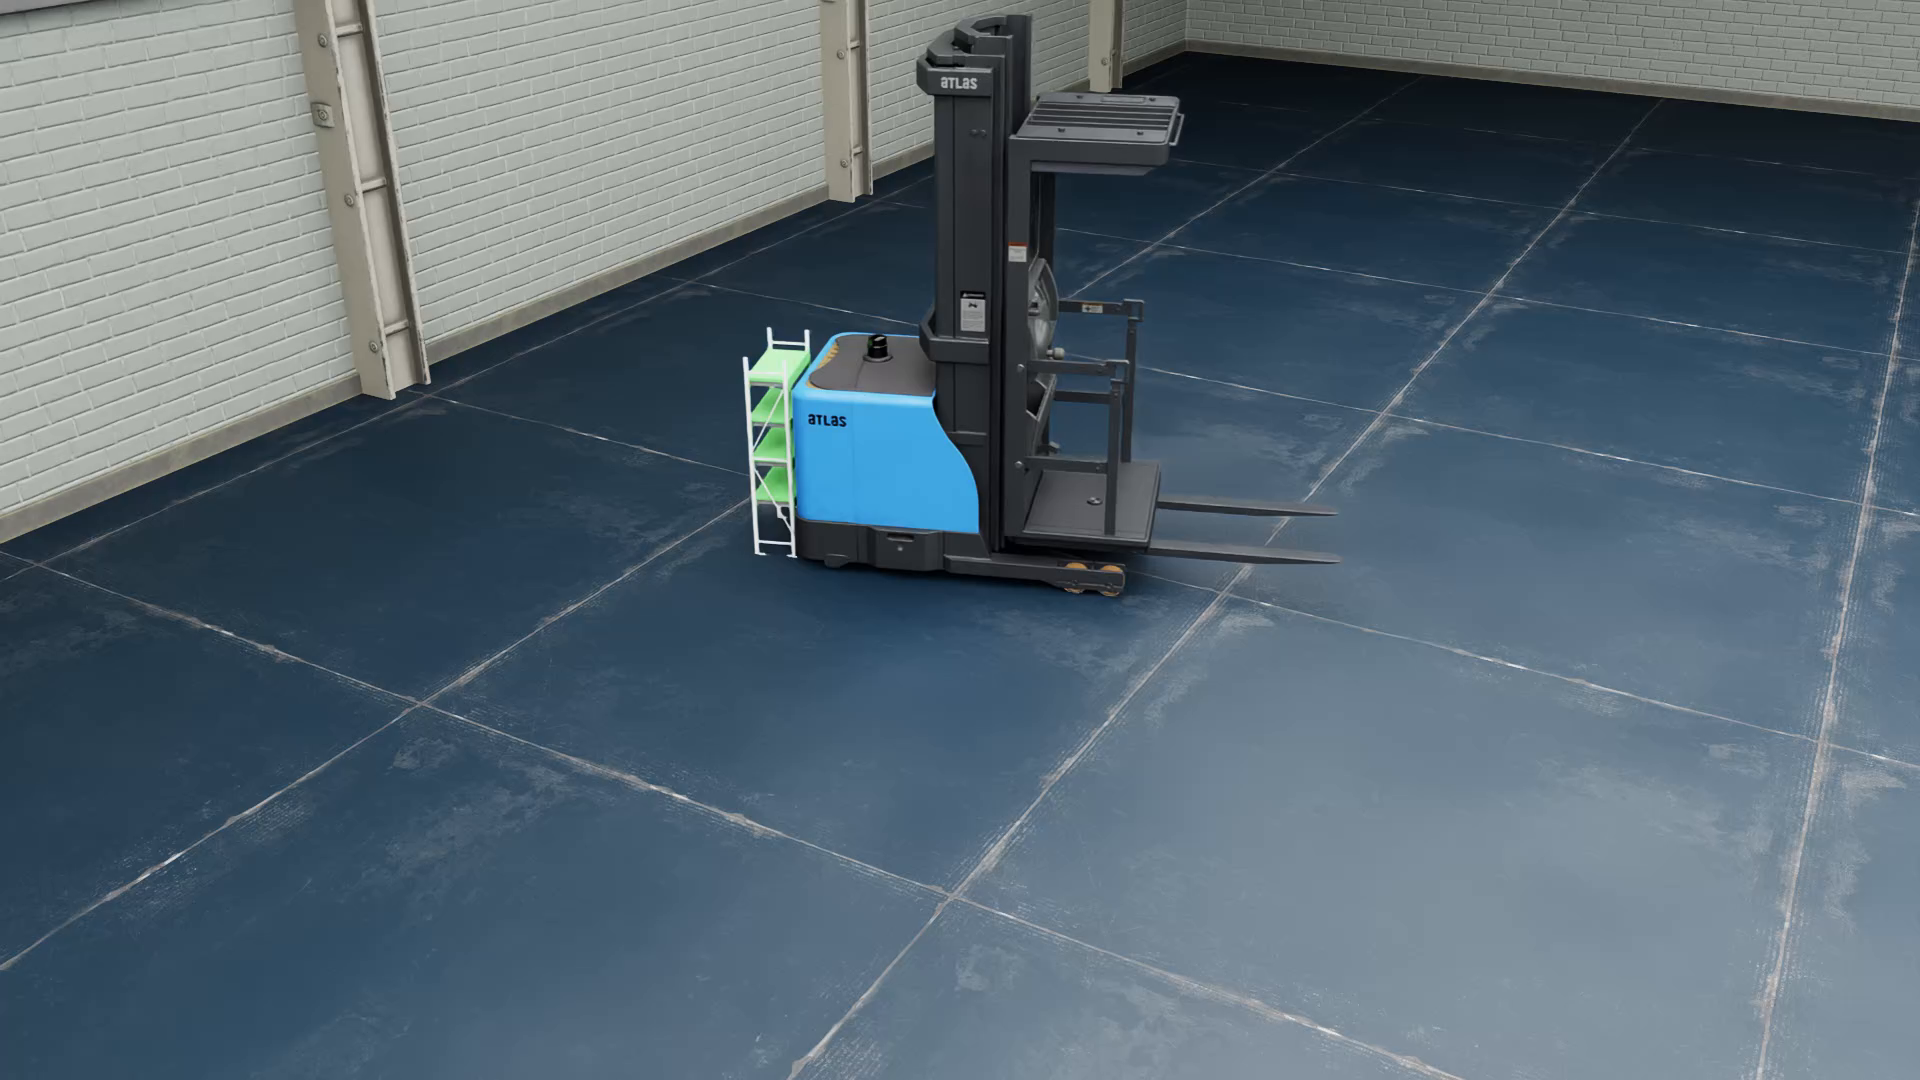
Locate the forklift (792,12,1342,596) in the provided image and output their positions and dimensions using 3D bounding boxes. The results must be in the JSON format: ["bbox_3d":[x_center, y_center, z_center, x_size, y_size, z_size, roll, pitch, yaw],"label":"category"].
[{"bbox_3d":[0.637,-1.260,8.992,3.031,2.935,1.130,5,27,9],"label":"forklift"}]

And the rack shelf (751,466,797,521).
[{"bbox_3d":[-1.020,-0.284,9.656,0.258,0.148,0.480,4,27,9],"label":"rack shelf"}]

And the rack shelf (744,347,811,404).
[{"bbox_3d":[-1.020,-0.928,9.334,0.258,0.148,0.480,4,27,9],"label":"rack shelf"}]

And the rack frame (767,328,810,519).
[{"bbox_3d":[-0.979,-0.663,9.735,0.240,1.200,0.015,4,27,9],"label":"rack frame"}]

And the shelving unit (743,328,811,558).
[{"bbox_3d":[-1.020,-0.556,9.520,0.258,1.200,0.503,4,27,9],"label":"shelving unit"}]

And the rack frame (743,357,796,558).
[{"bbox_3d":[-1.061,-0.448,9.305,0.240,1.200,0.015,4,27,9],"label":"rack frame"}]

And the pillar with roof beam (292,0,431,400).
[{"bbox_3d":[-0.304,-4.173,8.034,9.100,9.000,0.400,14,30,26],"label":"pillar with roof beam"}]

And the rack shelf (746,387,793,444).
[{"bbox_3d":[-1.020,-0.713,9.441,0.258,0.148,0.480,4,27,9],"label":"rack shelf"}]

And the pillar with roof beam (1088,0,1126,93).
[{"bbox_3d":[5.599,-8.850,17.376,9.100,9.000,0.400,14,30,26],"label":"pillar with roof beam"}]

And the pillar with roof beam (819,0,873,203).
[{"bbox_3d":[2.648,-6.512,12.705,9.100,9.000,0.400,14,30,26],"label":"pillar with roof beam"}]

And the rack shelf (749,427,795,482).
[{"bbox_3d":[-1.020,-0.499,9.548,0.258,0.148,0.480,4,27,9],"label":"rack shelf"}]
